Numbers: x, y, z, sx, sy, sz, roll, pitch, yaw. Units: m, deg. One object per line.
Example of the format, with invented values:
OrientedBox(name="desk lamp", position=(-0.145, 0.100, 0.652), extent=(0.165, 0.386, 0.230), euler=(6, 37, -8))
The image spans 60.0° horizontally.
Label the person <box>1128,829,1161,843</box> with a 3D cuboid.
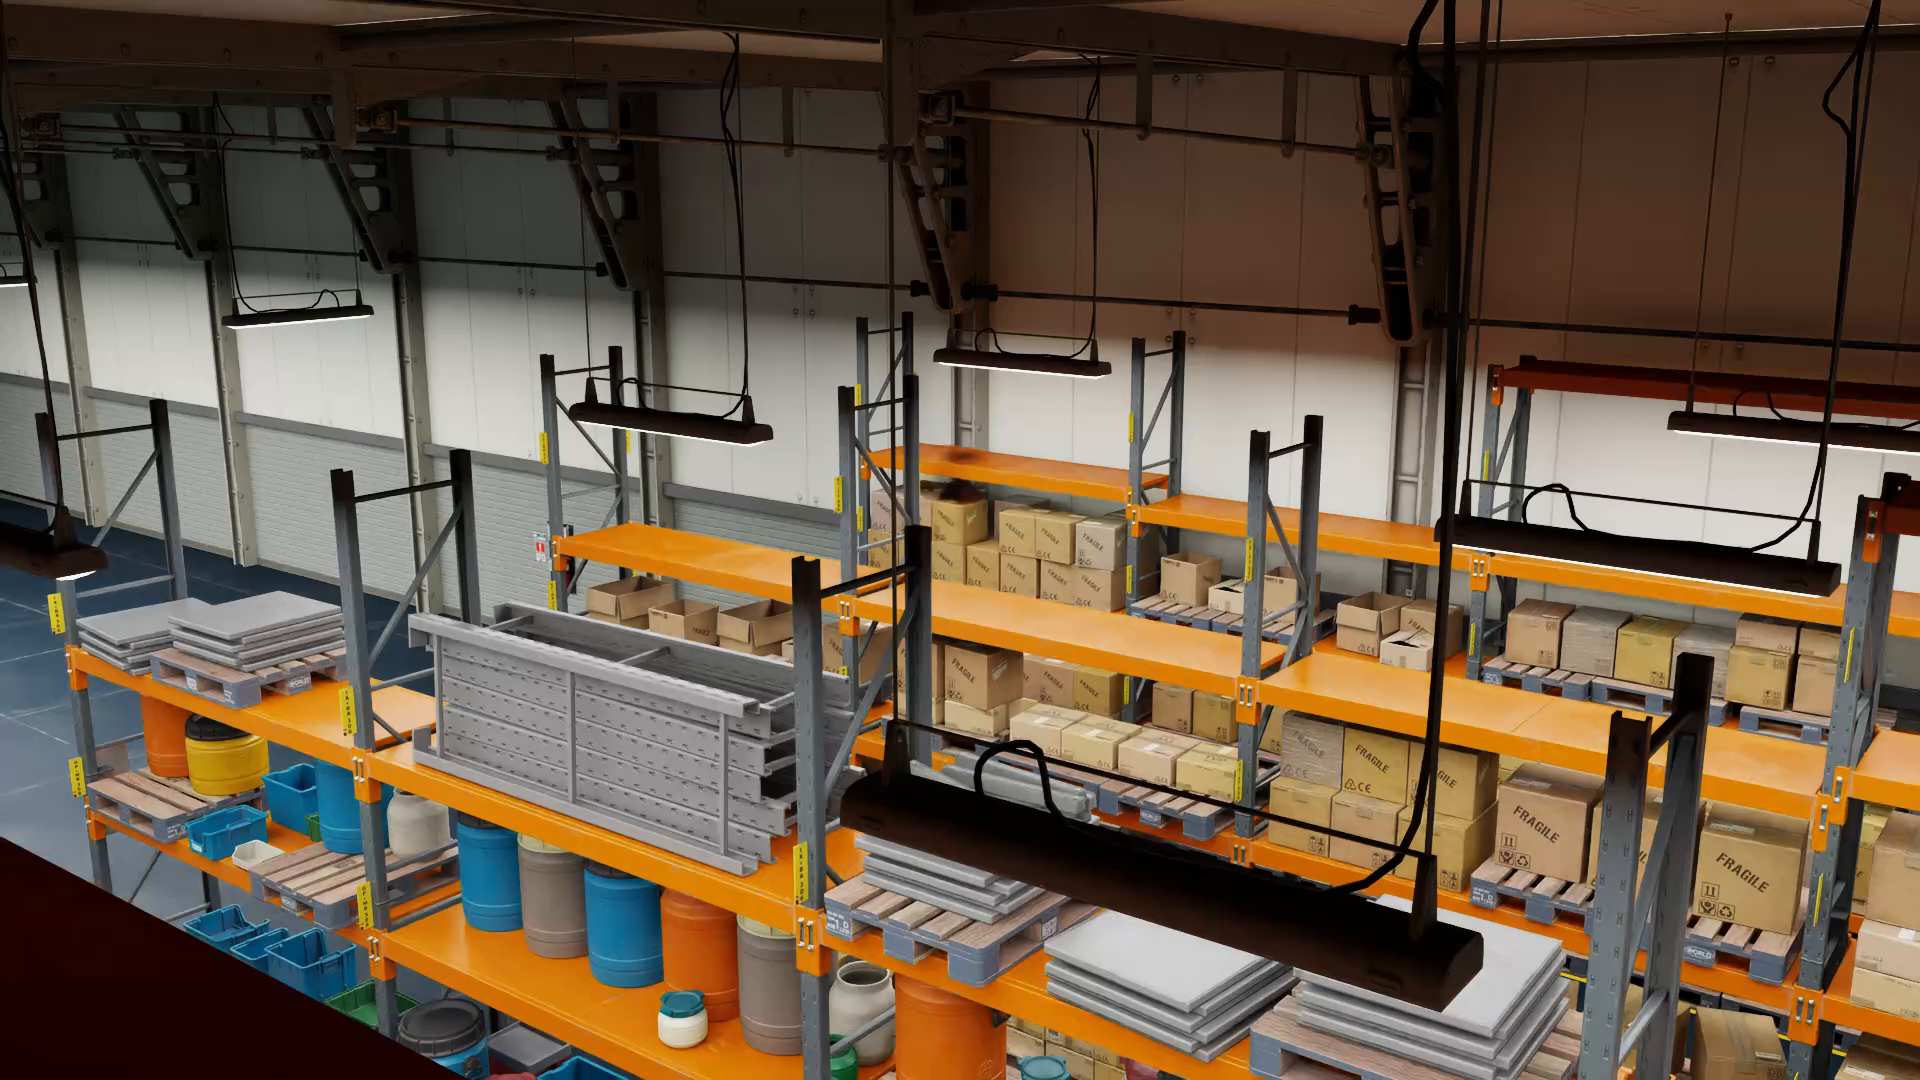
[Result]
OrientedBox(name="person", position=(1.841, 3.225, 17.416), extent=(1.078, 1.714, 0.668), euler=(7, 15, 29))
